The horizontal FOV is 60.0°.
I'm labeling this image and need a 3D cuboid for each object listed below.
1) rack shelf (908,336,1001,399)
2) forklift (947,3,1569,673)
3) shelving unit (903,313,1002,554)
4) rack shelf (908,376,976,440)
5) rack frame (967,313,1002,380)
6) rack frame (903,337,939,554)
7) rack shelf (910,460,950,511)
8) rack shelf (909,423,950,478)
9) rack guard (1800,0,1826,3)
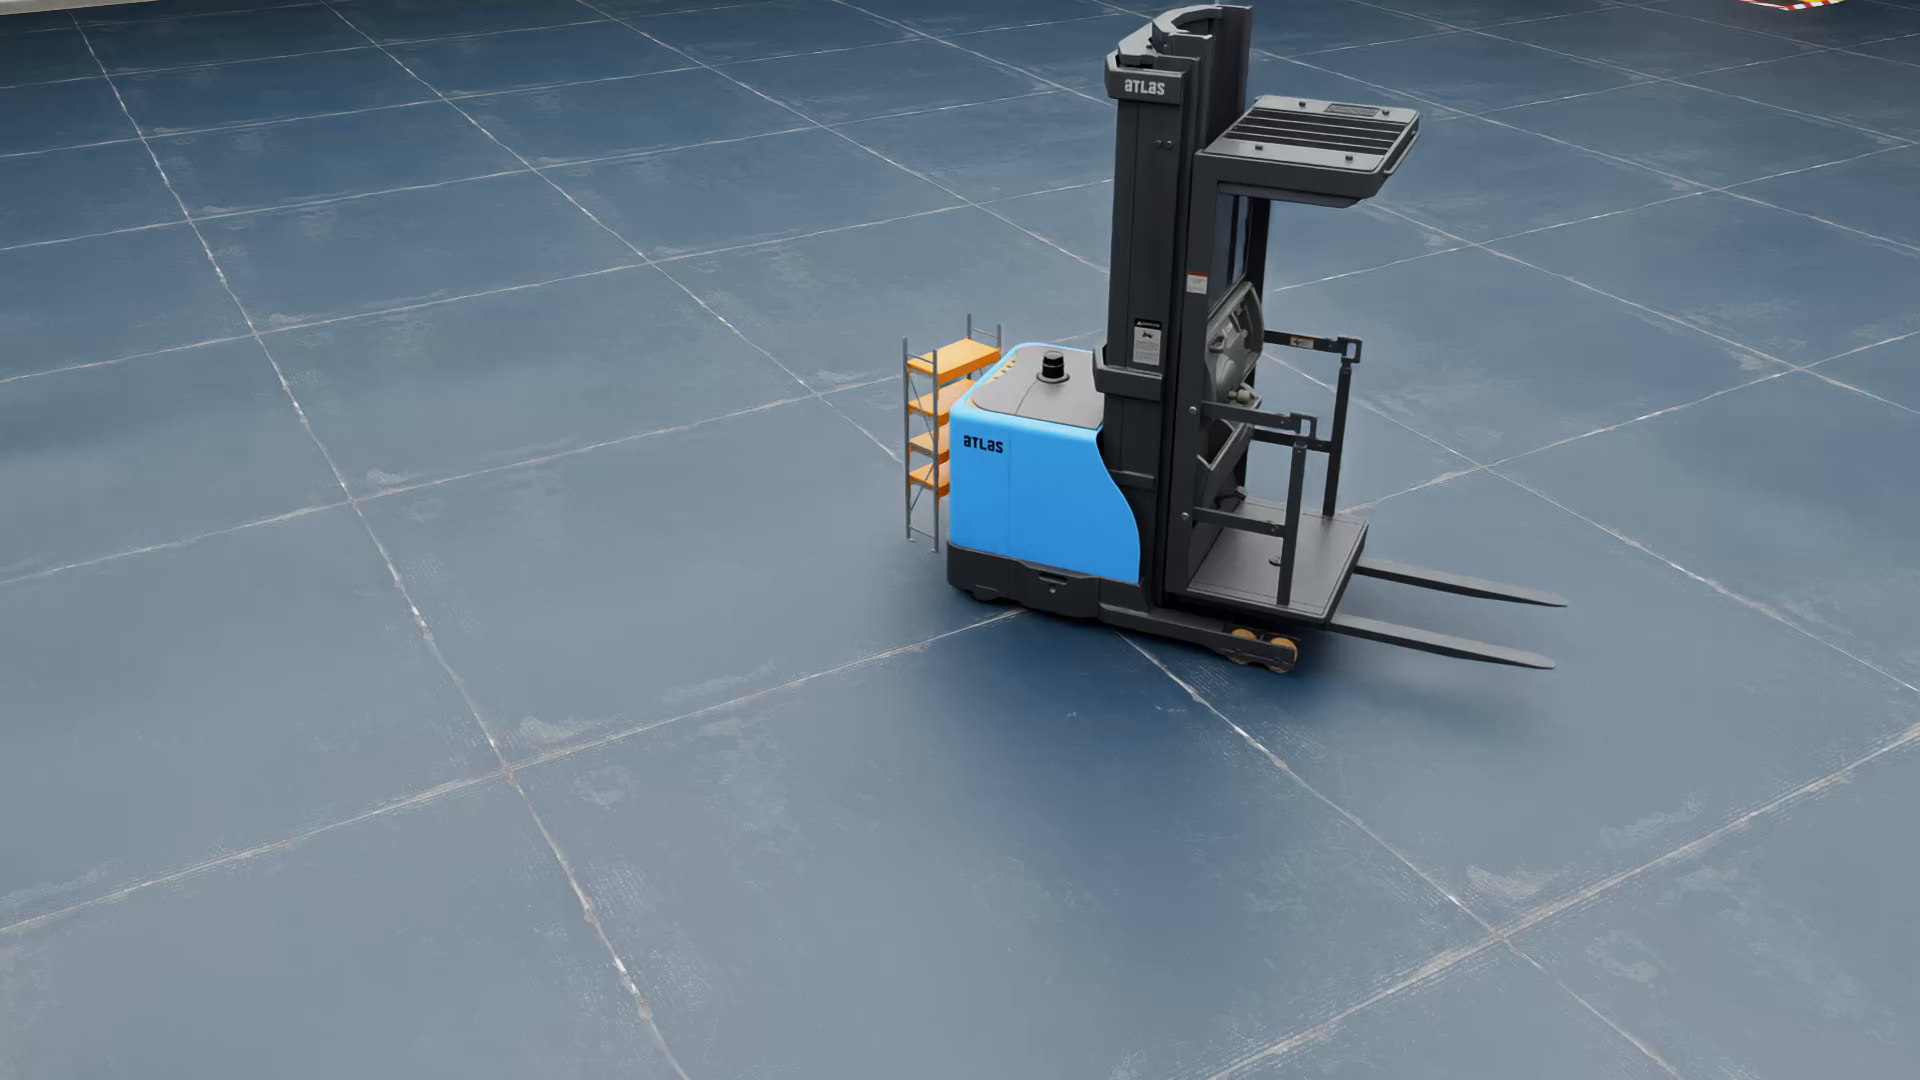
[{"bbox_3d":[-0.039,-0.922,8.866,0.258,0.148,0.480,25,37,37],"label":"rack shelf"},{"bbox_3d":[1.497,-0.932,7.905,3.031,2.935,1.130,12,31,20],"label":"forklift"},{"bbox_3d":[-0.039,-0.578,9.056,0.258,1.200,0.503,25,37,37],"label":"shelving unit"},{"bbox_3d":[-0.039,-0.715,8.980,0.258,0.148,0.480,25,37,37],"label":"rack shelf"},{"bbox_3d":[0.130,-0.663,9.210,0.240,1.200,0.015,25,37,37],"label":"rack frame"},{"bbox_3d":[-0.208,-0.493,8.901,0.240,1.200,0.015,25,37,37],"label":"rack frame"},{"bbox_3d":[-0.039,-0.345,9.184,0.258,0.148,0.480,25,37,37],"label":"rack shelf"},{"bbox_3d":[-0.039,-0.519,9.088,0.258,0.148,0.480,25,37,37],"label":"rack shelf"},{"bbox_3d":[11.276,-7.704,22.692,0.348,0.500,1.175,-16,33,-26],"label":"rack guard"}]
